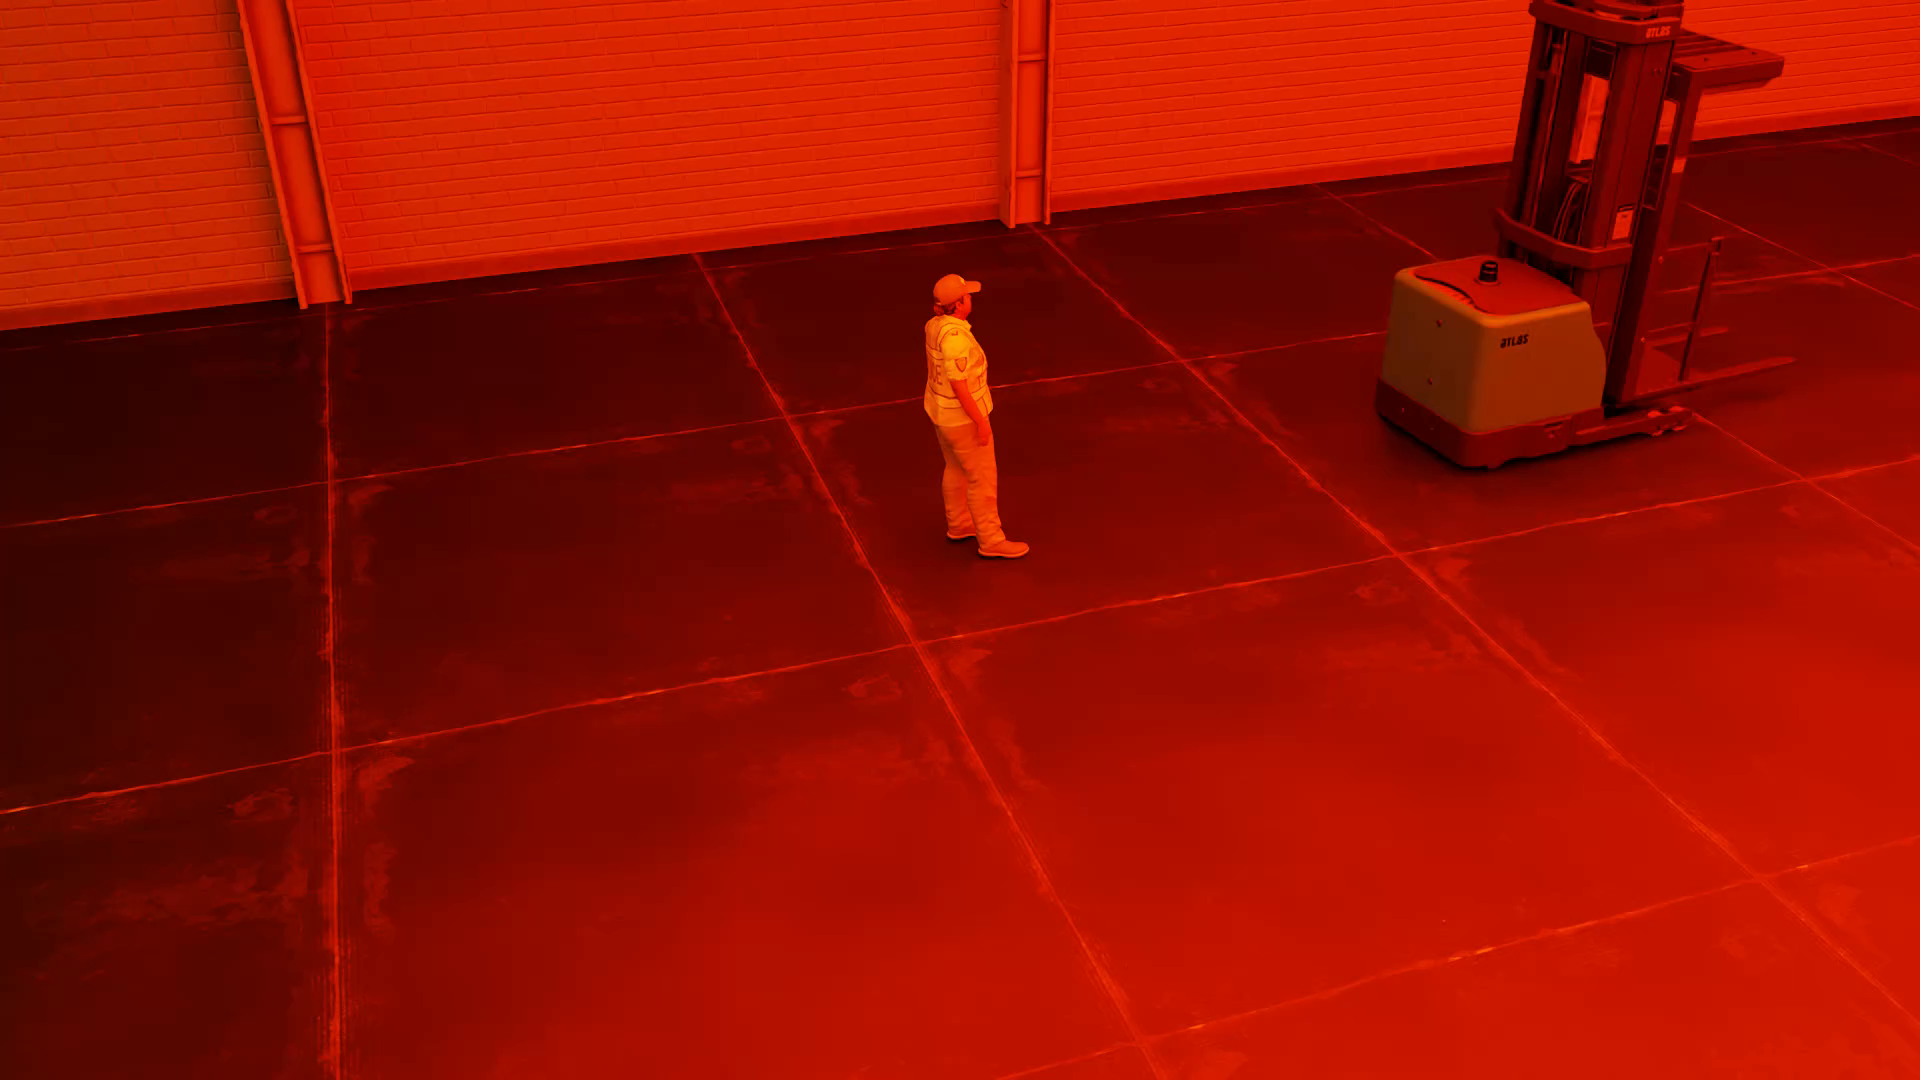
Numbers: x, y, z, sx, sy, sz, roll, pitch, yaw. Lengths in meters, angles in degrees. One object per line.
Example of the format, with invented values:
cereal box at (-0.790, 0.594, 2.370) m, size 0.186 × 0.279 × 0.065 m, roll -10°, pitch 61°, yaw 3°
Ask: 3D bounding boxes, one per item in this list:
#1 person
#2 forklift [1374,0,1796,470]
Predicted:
person at (0.080, -0.730, 9.609) m, size 0.529 × 1.670 × 0.598 m, roll -10°, pitch 31°, yaw -16°
forklift at (4.414, -2.202, 10.915) m, size 3.031 × 2.935 × 1.130 m, roll -12°, pitch 32°, yaw -20°
